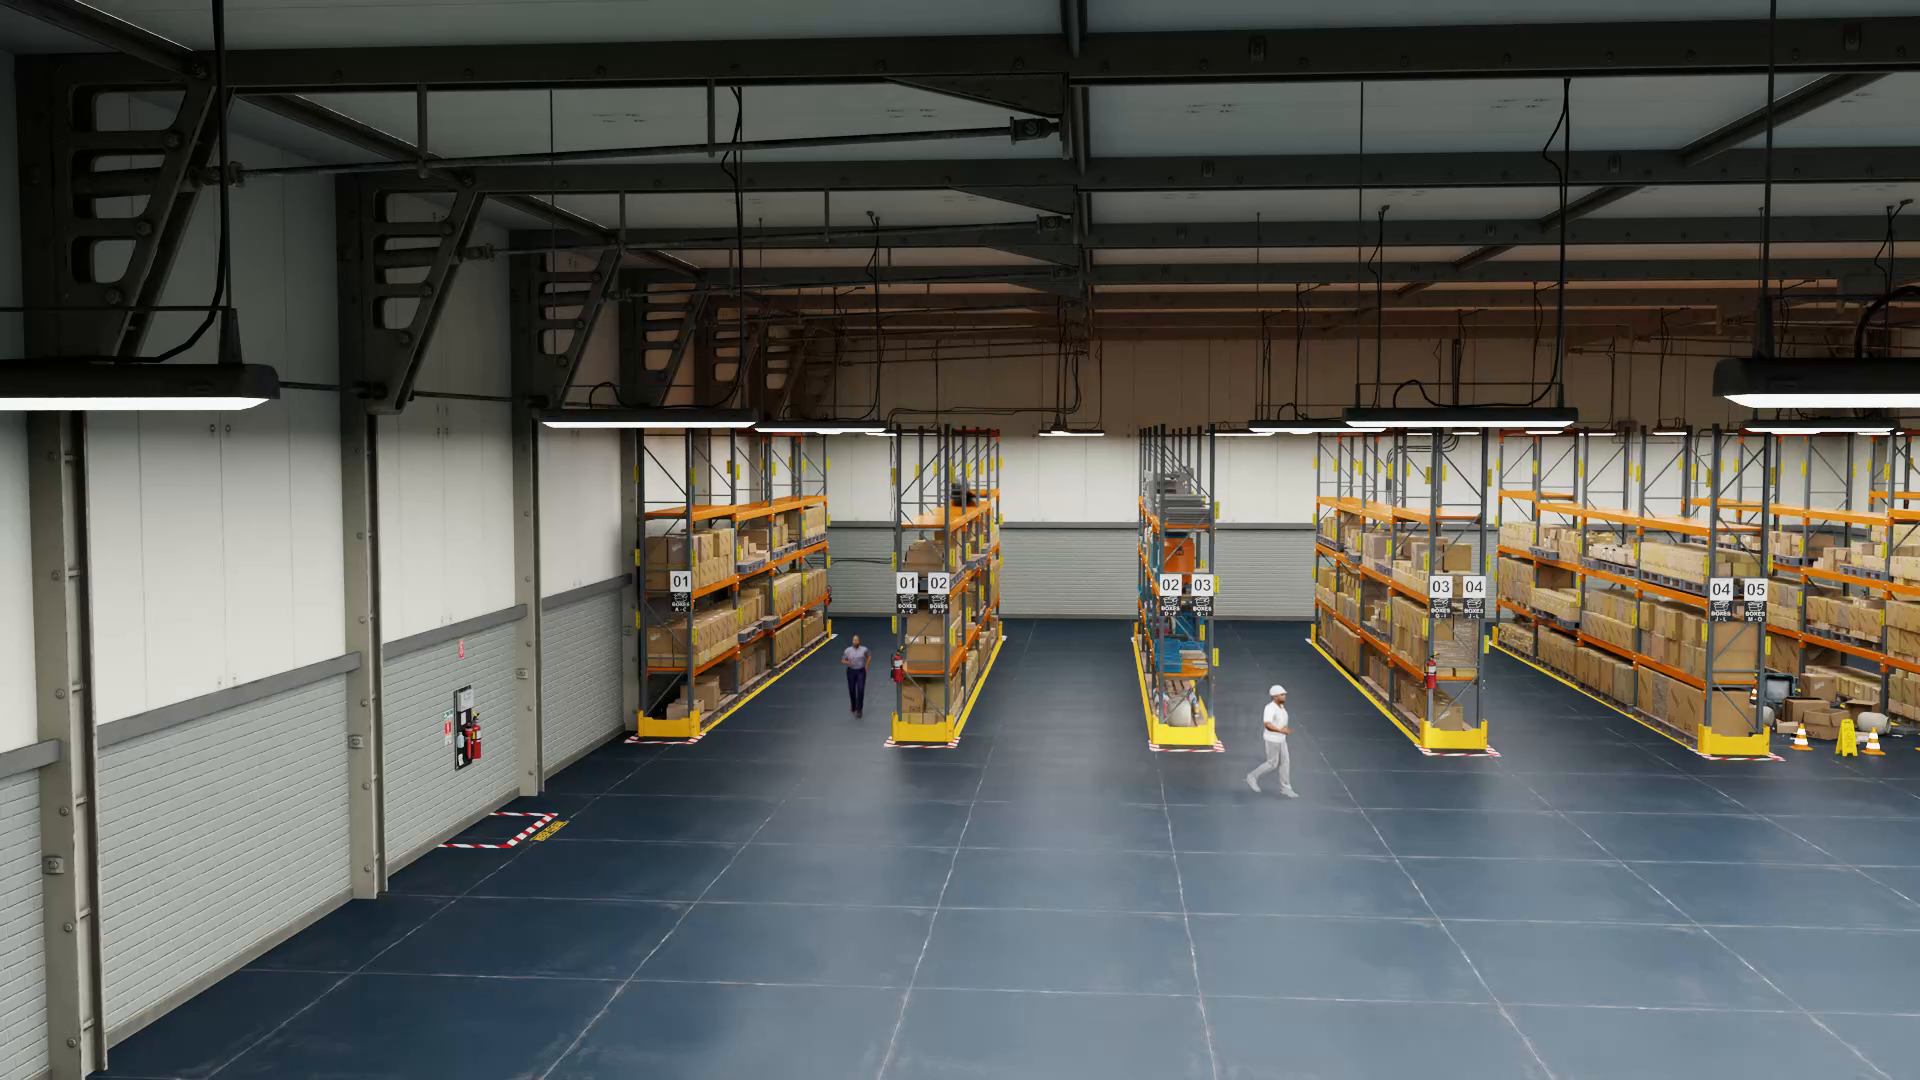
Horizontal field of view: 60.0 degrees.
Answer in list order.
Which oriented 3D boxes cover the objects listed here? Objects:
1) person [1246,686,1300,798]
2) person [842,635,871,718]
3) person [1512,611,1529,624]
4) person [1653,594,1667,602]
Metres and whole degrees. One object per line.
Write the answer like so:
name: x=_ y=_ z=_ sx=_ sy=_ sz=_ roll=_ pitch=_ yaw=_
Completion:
person: x=5.030 y=3.214 z=26.637 sx=0.865 sy=1.782 sz=0.724 roll=2 pitch=4 yaw=29
person: x=-2.142 y=2.785 z=34.341 sx=0.608 sy=1.647 sz=0.880 roll=0 pitch=3 yaw=-1
person: x=15.955 y=1.951 z=47.279 sx=1.111 sy=1.756 sz=0.709 roll=0 pitch=3 yaw=6
person: x=19.843 y=1.997 z=47.239 sx=0.875 sy=1.649 sz=0.650 roll=1 pitch=4 yaw=21
